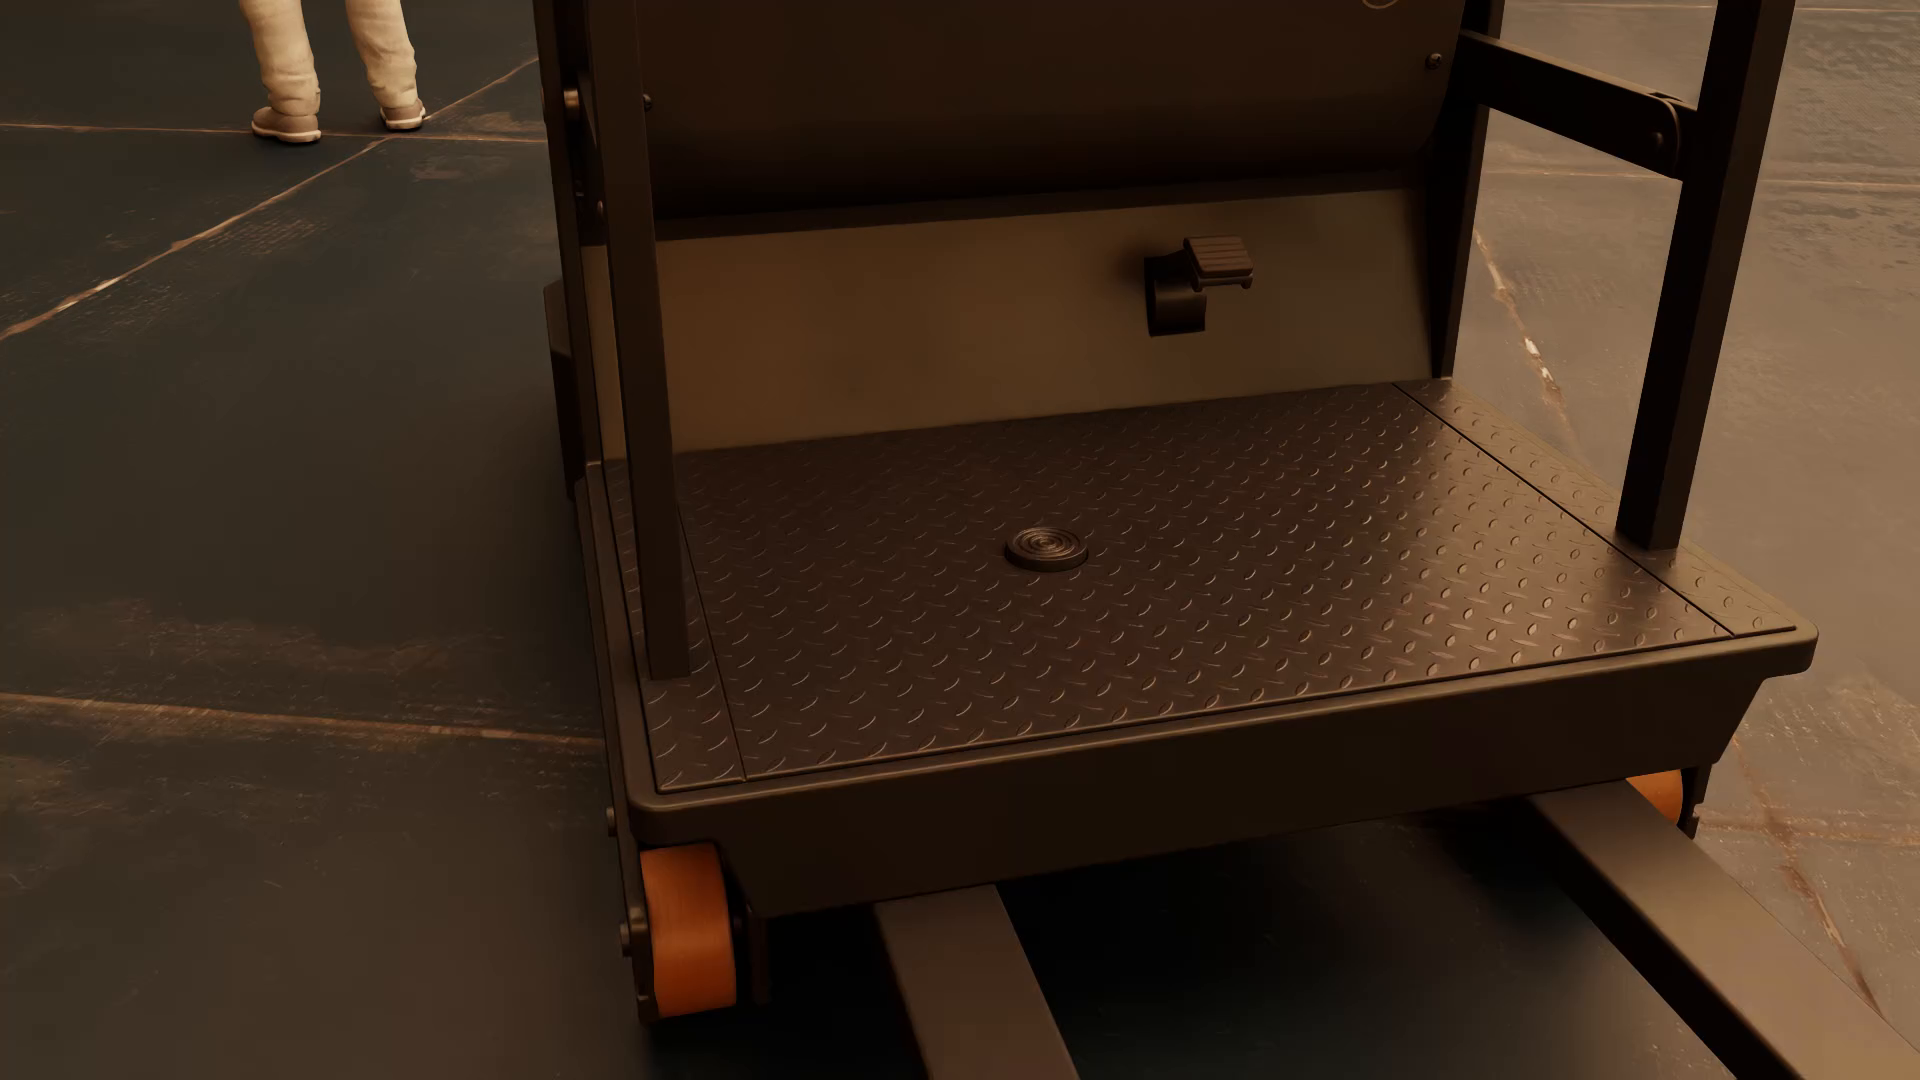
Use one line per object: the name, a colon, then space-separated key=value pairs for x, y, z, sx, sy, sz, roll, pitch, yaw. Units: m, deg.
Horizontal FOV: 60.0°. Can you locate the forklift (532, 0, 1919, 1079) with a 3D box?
forklift: x=0.153 y=-1.049 z=1.319 sx=1.130 sy=2.935 sz=3.031 roll=-7 pitch=27 yaw=-13

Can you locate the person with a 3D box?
person: x=-1.834 y=-1.979 z=4.508 sx=0.606 sy=1.747 sz=0.442 roll=-18 pitch=32 yaw=-32
